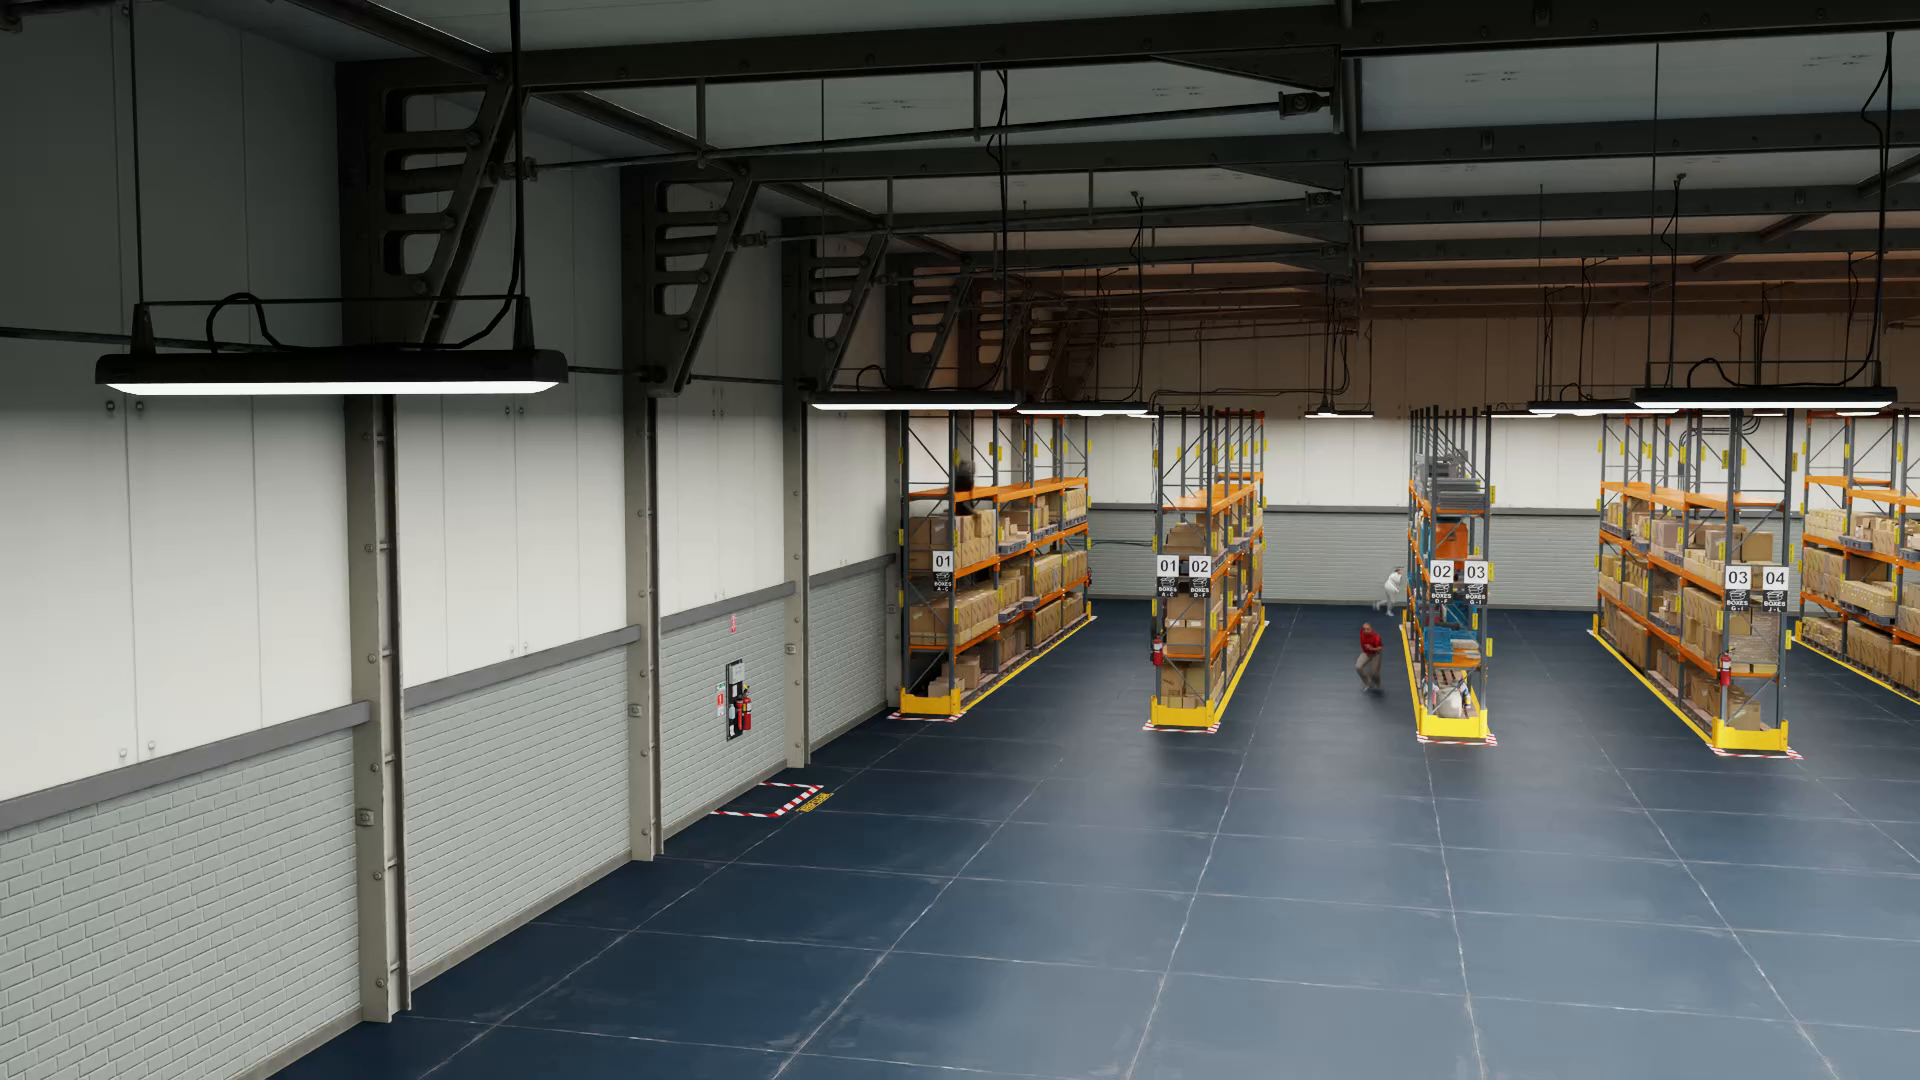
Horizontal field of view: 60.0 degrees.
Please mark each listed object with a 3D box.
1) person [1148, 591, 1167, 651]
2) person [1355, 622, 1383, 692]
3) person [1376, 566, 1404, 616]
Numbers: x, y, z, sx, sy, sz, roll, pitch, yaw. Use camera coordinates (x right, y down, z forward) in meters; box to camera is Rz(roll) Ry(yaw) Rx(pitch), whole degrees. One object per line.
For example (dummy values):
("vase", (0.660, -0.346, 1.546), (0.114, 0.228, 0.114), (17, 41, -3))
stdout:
("person", (5.060, 1.899, 41.299), (0.672, 1.715, 1.036), (2, 5, 30))
("person", (8.646, 2.447, 34.939), (0.667, 1.516, 1.134), (3, 5, 39))
("person", (12.665, 1.483, 48.834), (0.823, 1.495, 0.632), (4, 6, 43))
